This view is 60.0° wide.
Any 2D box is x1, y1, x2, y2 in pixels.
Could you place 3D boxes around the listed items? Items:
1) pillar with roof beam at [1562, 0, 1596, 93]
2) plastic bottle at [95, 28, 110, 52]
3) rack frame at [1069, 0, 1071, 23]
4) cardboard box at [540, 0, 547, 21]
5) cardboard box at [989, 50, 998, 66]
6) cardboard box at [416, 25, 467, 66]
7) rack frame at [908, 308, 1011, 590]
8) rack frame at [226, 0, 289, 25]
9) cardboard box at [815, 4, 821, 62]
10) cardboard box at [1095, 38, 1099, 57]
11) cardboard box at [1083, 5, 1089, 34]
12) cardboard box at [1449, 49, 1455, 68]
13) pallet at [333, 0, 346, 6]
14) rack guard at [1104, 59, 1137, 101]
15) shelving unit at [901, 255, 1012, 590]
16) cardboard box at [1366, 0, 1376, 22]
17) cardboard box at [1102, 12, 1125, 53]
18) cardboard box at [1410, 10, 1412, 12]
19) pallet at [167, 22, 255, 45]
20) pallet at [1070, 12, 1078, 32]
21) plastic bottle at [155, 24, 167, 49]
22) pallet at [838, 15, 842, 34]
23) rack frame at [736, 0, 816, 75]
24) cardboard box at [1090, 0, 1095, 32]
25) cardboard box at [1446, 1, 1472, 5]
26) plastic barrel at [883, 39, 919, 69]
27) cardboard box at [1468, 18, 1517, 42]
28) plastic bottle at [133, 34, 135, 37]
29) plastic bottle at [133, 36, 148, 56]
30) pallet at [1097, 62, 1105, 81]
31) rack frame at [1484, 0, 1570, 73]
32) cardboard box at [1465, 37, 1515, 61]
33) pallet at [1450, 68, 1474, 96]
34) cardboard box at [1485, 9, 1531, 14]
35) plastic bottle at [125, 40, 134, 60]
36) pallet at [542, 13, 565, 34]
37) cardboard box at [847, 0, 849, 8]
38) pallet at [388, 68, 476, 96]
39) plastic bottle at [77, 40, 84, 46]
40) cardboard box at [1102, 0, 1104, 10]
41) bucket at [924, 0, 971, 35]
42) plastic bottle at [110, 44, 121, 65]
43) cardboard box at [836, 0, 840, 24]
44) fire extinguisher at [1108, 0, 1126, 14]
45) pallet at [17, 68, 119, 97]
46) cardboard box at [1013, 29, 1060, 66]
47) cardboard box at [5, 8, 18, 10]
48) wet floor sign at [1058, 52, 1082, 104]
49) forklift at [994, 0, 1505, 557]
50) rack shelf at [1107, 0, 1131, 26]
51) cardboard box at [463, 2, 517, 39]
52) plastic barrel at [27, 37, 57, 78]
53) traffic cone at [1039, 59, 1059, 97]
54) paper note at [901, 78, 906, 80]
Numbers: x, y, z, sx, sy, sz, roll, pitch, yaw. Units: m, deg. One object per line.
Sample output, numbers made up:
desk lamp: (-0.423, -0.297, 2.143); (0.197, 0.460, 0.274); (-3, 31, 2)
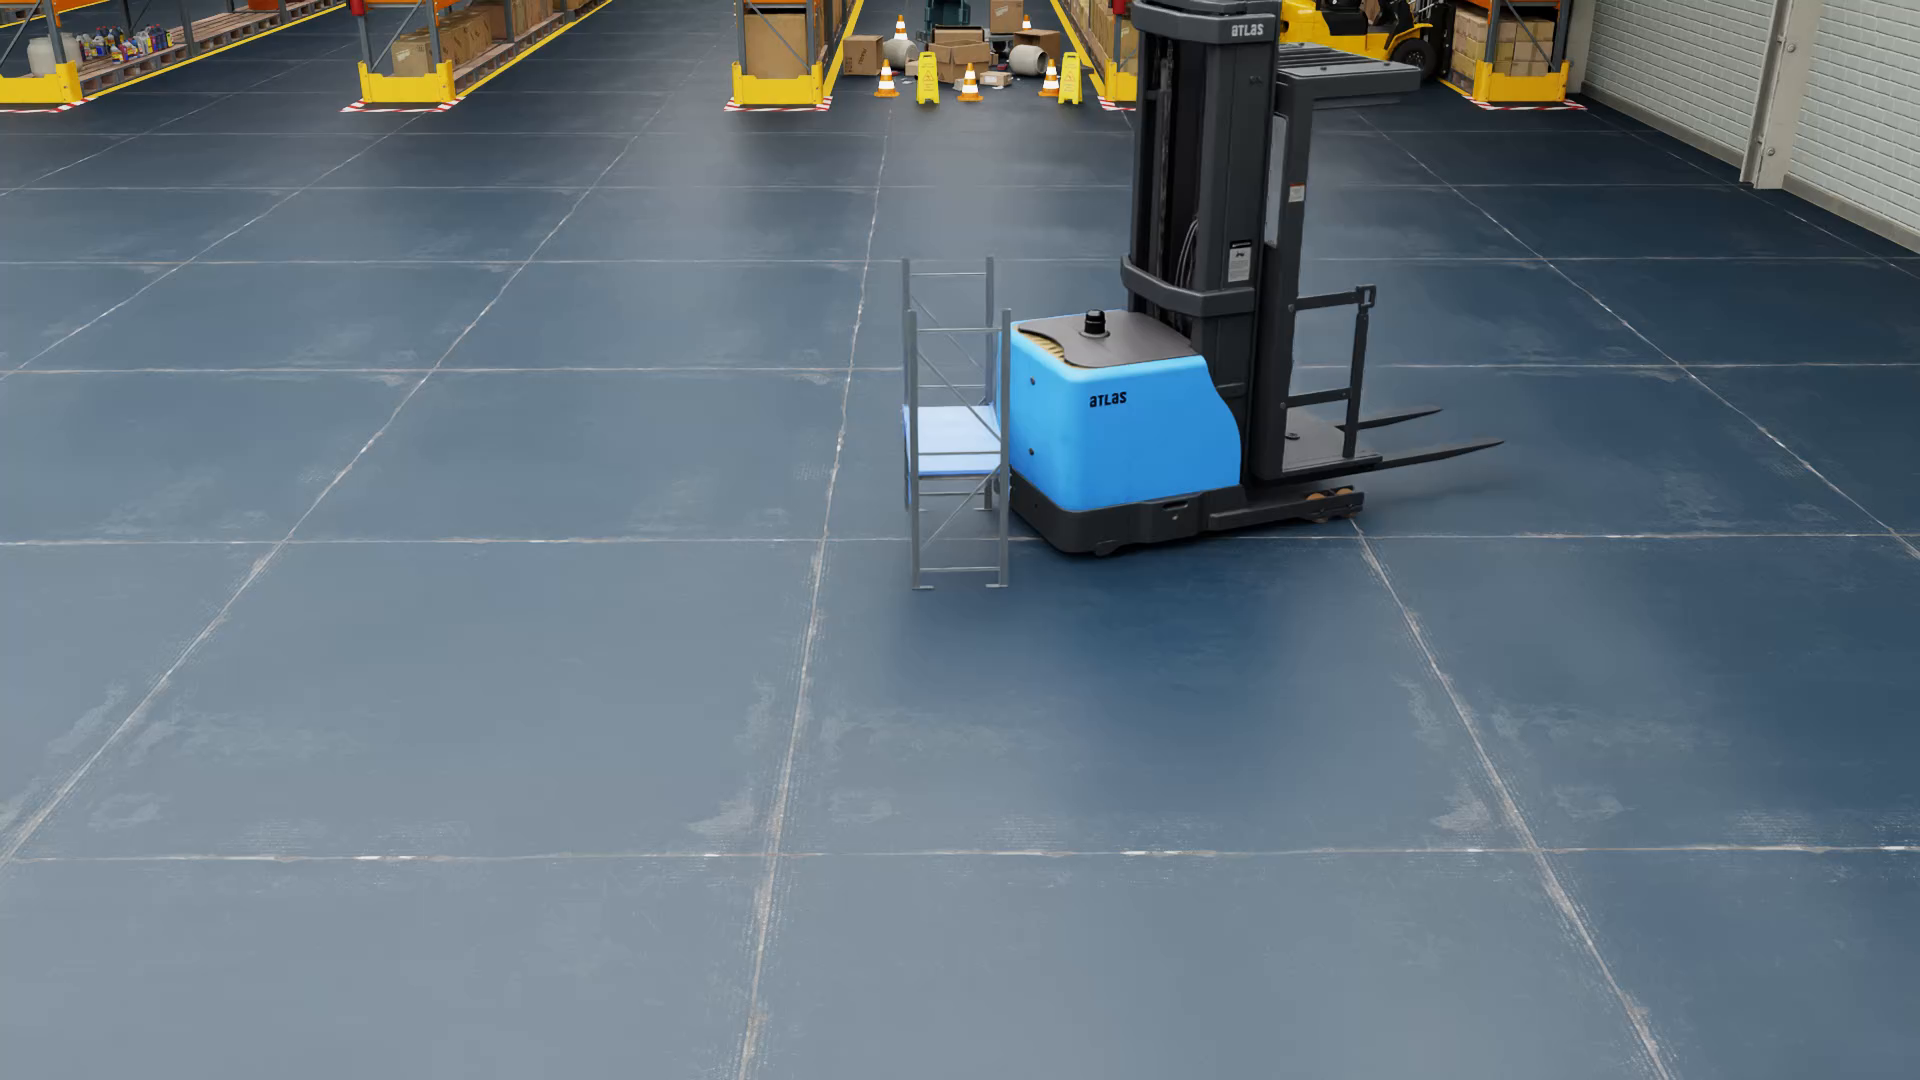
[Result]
pillar with roof beam: (4.090, -10.305, 21.115); (9.100, 9.000, 0.400); (0, 24, -1)
plastic bottle: (-12.772, -7.439, 24.739); (0.144, 0.351, 0.185); (-1, 24, -3)
rack frame: (2.450, -10.573, 28.987); (1.000, 3.000, 0.127); (0, 24, -1)
cardboard box: (-7.413, -9.085, 28.198); (0.700, 0.500, 0.500); (-2, 24, -5)
cardboard box: (0.357, -7.334, 25.143); (0.258, 0.266, 0.396); (-19, 31, -36)
cardboard box: (-7.391, -7.046, 23.712); (0.500, 0.500, 0.500); (2, 24, 4)
rack frame: (-0.003, -0.434, 8.390); (0.500, 1.500, 0.032); (-1, 24, -3)
rack frame: (-12.412, -10.506, 28.839); (1.000, 3.000, 0.127); (0, 24, -1)
cardboard box: (-2.504, -7.453, 24.158); (0.875, 0.875, 0.875); (0, 24, 0)
cardboard box: (2.256, -7.180, 24.313); (0.500, 0.250, 0.500); (-1, 24, -1)
cardboard box: (2.475, -8.431, 26.931); (0.950, 0.372, 0.625); (1, 24, 3)
cardboard box: (7.188, -6.842, 23.565); (0.500, 0.250, 0.500); (0, 24, 0)
pallet: (-12.489, -10.566, 32.355); (1.003, 0.211, 1.213); (0, 24, -1)
rack guard: (2.537, -6.169, 22.283); (1.175, 0.500, 0.348); (0, 24, -1)
shelving unit: (-0.035, -0.643, 8.852); (0.538, 1.500, 1.048); (-1, 24, -3)
cardboard box: (7.422, -9.180, 28.279); (0.875, 0.625, 0.625); (1, 24, 1)
cardboard box: (2.259, -7.101, 23.227); (0.500, 0.500, 0.500); (1, 24, 1)
cardboard box: (7.154, -7.914, 25.329); (0.500, 0.250, 0.500); (0, 24, -1)
pallet: (-12.432, -8.415, 27.599); (1.003, 0.211, 1.213); (0, 24, -1)
pallet: (2.457, -8.980, 28.850); (1.003, 0.211, 1.213); (0, 24, -1)
plastic bottle: (-12.073, -7.587, 25.066); (0.144, 0.351, 0.185); (-1, 24, -2)
pallet: (-2.565, -8.913, 28.702); (1.003, 0.211, 1.213); (0, 24, -1)
rack frame: (-2.411, -7.213, 21.557); (1.000, 3.000, 0.127); (0, 24, -1)
cardboard box: (2.230, -7.961, 25.128); (0.500, 0.500, 0.500); (1, 24, 2)
cardboard box: (7.161, -7.726, 24.307); (0.500, 0.250, 0.500); (1, 24, 1)
plastic barrel: (-0.908, -7.226, 24.714); (0.512, 0.421, 0.421); (19, 30, 35)
cardboard box: (7.184, -6.883, 22.442); (0.500, 0.250, 0.500); (1, 24, 1)
plastic bottle: (-12.169, -7.333, 24.587); (0.061, 0.283, 0.133); (0, 24, -1)
plastic bottle: (-12.069, -7.274, 24.465); (0.152, 0.276, 0.135); (0, 24, 0)
pallet: (2.553, -6.874, 24.192); (1.003, 0.211, 1.213); (0, 24, -1)
rack frame: (7.501, -7.300, 21.751); (1.000, 3.000, 0.127); (0, 24, -1)
cardboard box: (7.183, -6.666, 22.569); (0.500, 0.250, 0.500); (-1, 24, -1)
pallet: (7.451, -6.345, 23.022); (1.003, 0.211, 1.213); (0, 24, -1)
cardboard box: (7.681, -7.305, 23.376); (0.500, 0.250, 0.500); (0, 24, -1)
plastic bottle: (-12.037, -7.098, 24.081); (0.097, 0.271, 0.097); (0, 24, 0)
pallet: (-7.452, -8.936, 28.751); (1.003, 0.211, 1.213); (0, 24, -1)
cardboard box: (-2.251, -9.854, 29.922); (0.500, 0.500, 0.500); (-1, 24, -3)
pallet: (-7.346, -6.328, 22.984); (1.003, 0.211, 1.213); (0, 24, -1)
plastic bottle: (-12.760, -7.085, 24.047); (0.152, 0.276, 0.135); (-1, 24, -2)
cardboard box: (2.196, -7.544, 23.421); (0.380, 0.149, 0.250); (1, 24, 2)
bucket: (-0.148, -8.016, 25.462); (0.726, 0.611, 0.620); (8, 16, 18)
plastic bottle: (-12.033, -6.915, 23.677); (0.097, 0.271, 0.097); (0, 24, 0)
cardboard box: (-2.569, -9.064, 27.871); (1.050, 0.750, 0.750); (0, 24, 0)
fire extinguisher: (2.078, -7.192, 21.606); (0.296, 0.674, 0.183); (0, 24, -1)
pallet: (-12.376, -6.305, 22.934); (1.003, 0.211, 1.213); (0, 24, -1)
cardboard box: (1.145, -7.339, 24.868); (0.500, 0.500, 0.500); (19, 30, 35)
cardboard box: (-17.084, -9.736, 29.636); (0.500, 0.500, 0.500); (1, 24, 2)
wet floor sign: (1.470, -6.121, 22.000); (0.267, 0.644, 0.232); (8, 26, 18)
forklift: (1.765, -1.622, 9.280); (3.031, 2.935, 1.130); (-10, 26, -20)
rack shelf: (2.516, -7.773, 23.669); (1.077, 0.370, 4.000); (0, 24, -1)
cardboard box: (-7.401, -8.195, 26.228); (0.700, 0.500, 0.500); (-2, 24, -5)
plastic barrel: (-12.408, -6.538, 22.576); (0.421, 0.512, 0.421); (0, 24, 0)
traffic cone: (1.243, -6.292, 22.600); (0.336, 0.463, 0.334); (0, 24, -1)
paper note: (-0.811, -6.616, 23.867); (0.032, 0.001, 0.123); (13, 27, 27)
